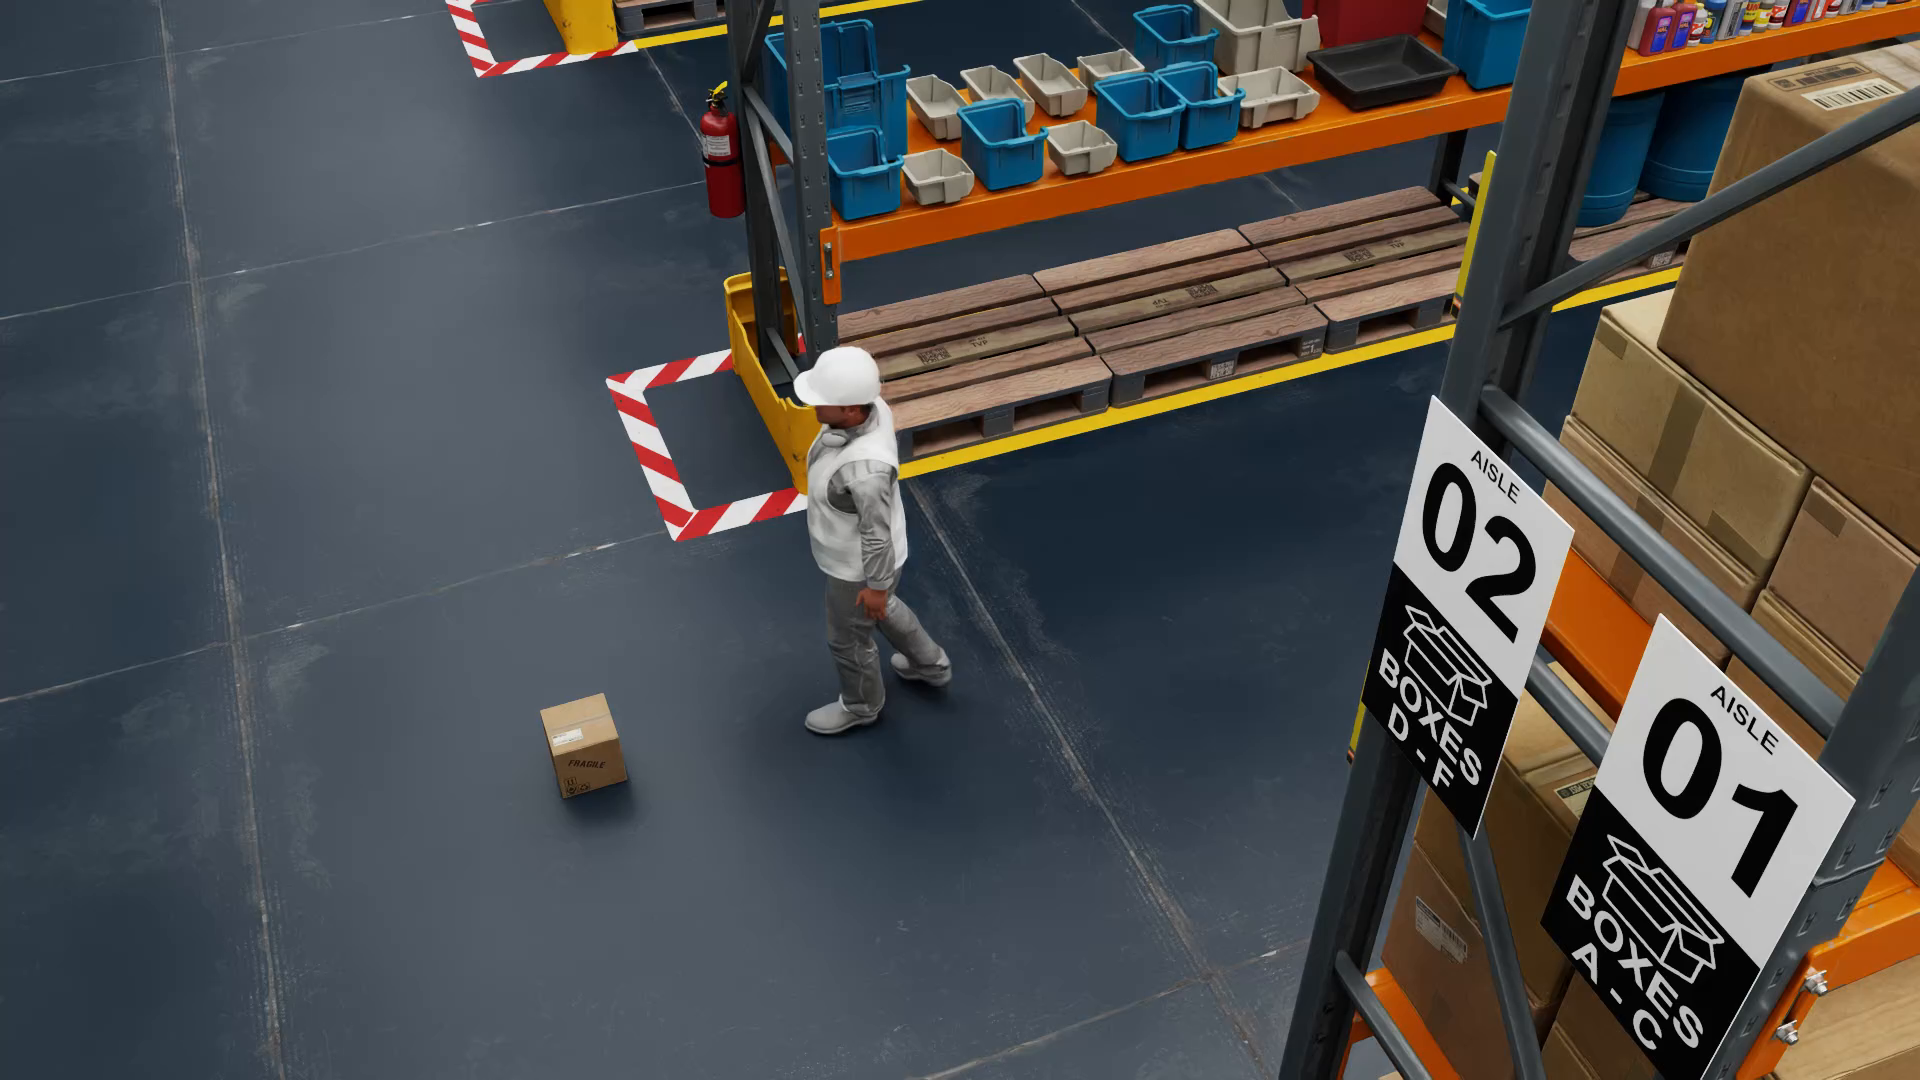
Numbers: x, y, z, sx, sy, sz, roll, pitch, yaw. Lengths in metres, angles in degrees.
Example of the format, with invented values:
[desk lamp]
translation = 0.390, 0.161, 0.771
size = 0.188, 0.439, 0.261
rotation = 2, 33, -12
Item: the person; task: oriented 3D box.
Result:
[person]
translation = -0.323, 0.016, 6.117
size = 0.596, 1.774, 0.562
rotation = -2, 42, -2
